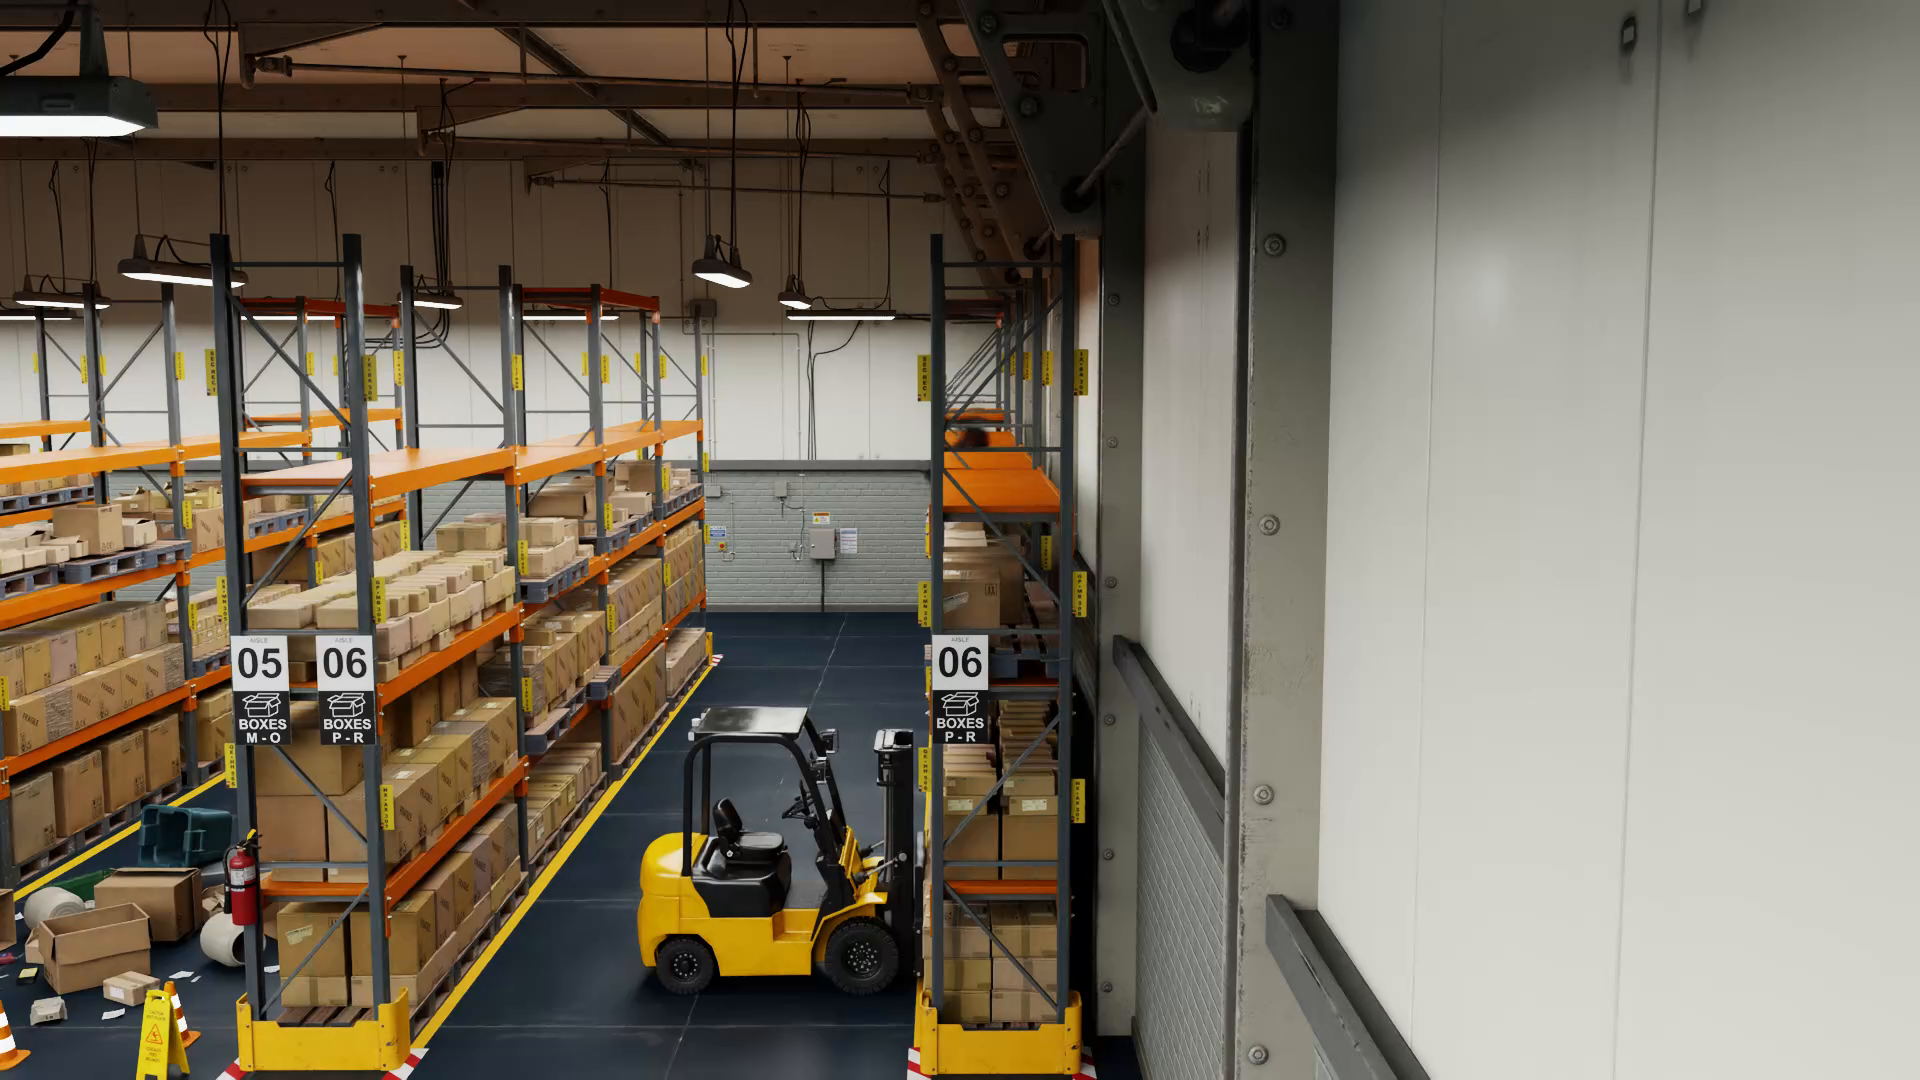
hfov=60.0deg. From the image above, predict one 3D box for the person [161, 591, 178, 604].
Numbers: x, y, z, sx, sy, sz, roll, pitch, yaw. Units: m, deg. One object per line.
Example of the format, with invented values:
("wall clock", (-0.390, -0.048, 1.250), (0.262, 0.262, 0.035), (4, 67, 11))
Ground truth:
("person", (-11.540, 1.610, 24.513), (0.701, 1.744, 0.706), (1, 6, 10))
